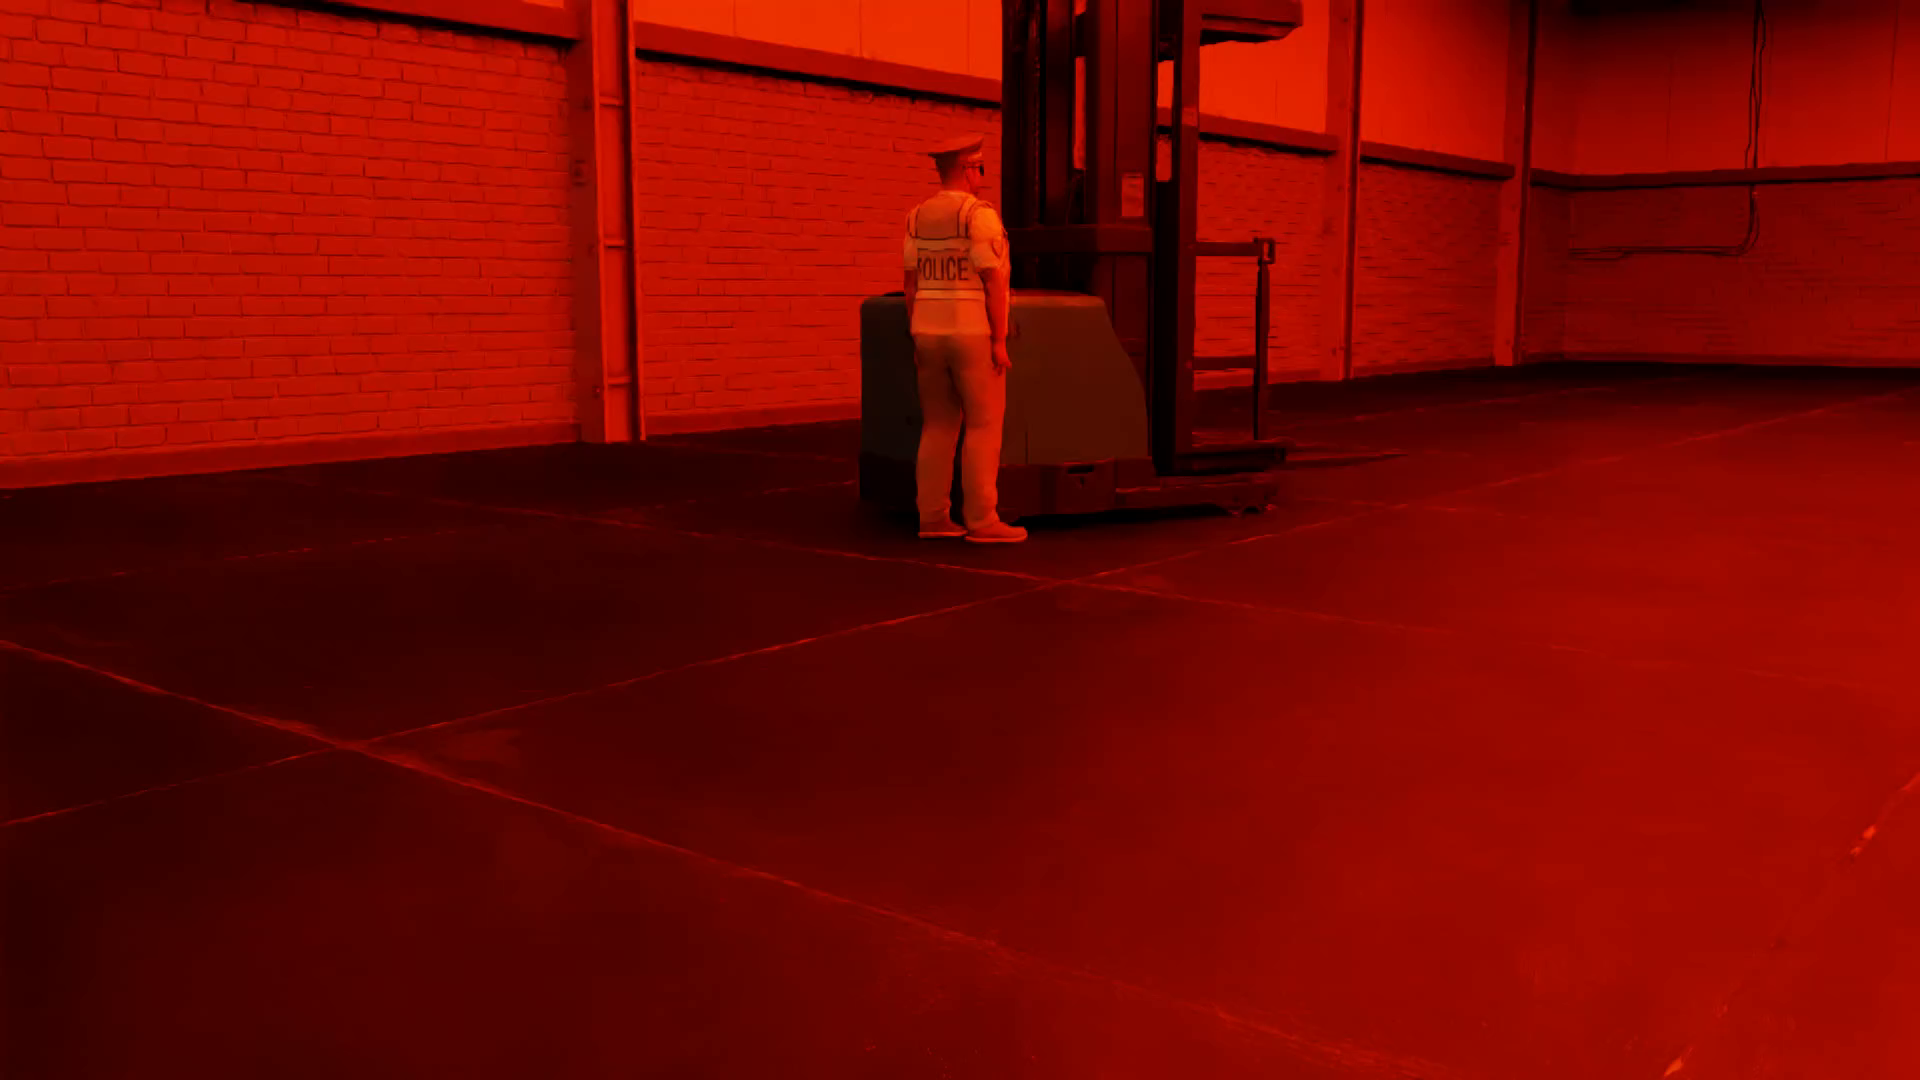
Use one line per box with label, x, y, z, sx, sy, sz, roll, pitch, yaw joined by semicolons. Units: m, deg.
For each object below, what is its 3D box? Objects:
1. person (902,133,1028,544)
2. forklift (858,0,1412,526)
person;0.010;-0.876;7.290;0.523;1.769;0.396;7;11;38
forklift;1.022;-1.639;8.479;3.031;2.935;1.130;-5;10;-31
